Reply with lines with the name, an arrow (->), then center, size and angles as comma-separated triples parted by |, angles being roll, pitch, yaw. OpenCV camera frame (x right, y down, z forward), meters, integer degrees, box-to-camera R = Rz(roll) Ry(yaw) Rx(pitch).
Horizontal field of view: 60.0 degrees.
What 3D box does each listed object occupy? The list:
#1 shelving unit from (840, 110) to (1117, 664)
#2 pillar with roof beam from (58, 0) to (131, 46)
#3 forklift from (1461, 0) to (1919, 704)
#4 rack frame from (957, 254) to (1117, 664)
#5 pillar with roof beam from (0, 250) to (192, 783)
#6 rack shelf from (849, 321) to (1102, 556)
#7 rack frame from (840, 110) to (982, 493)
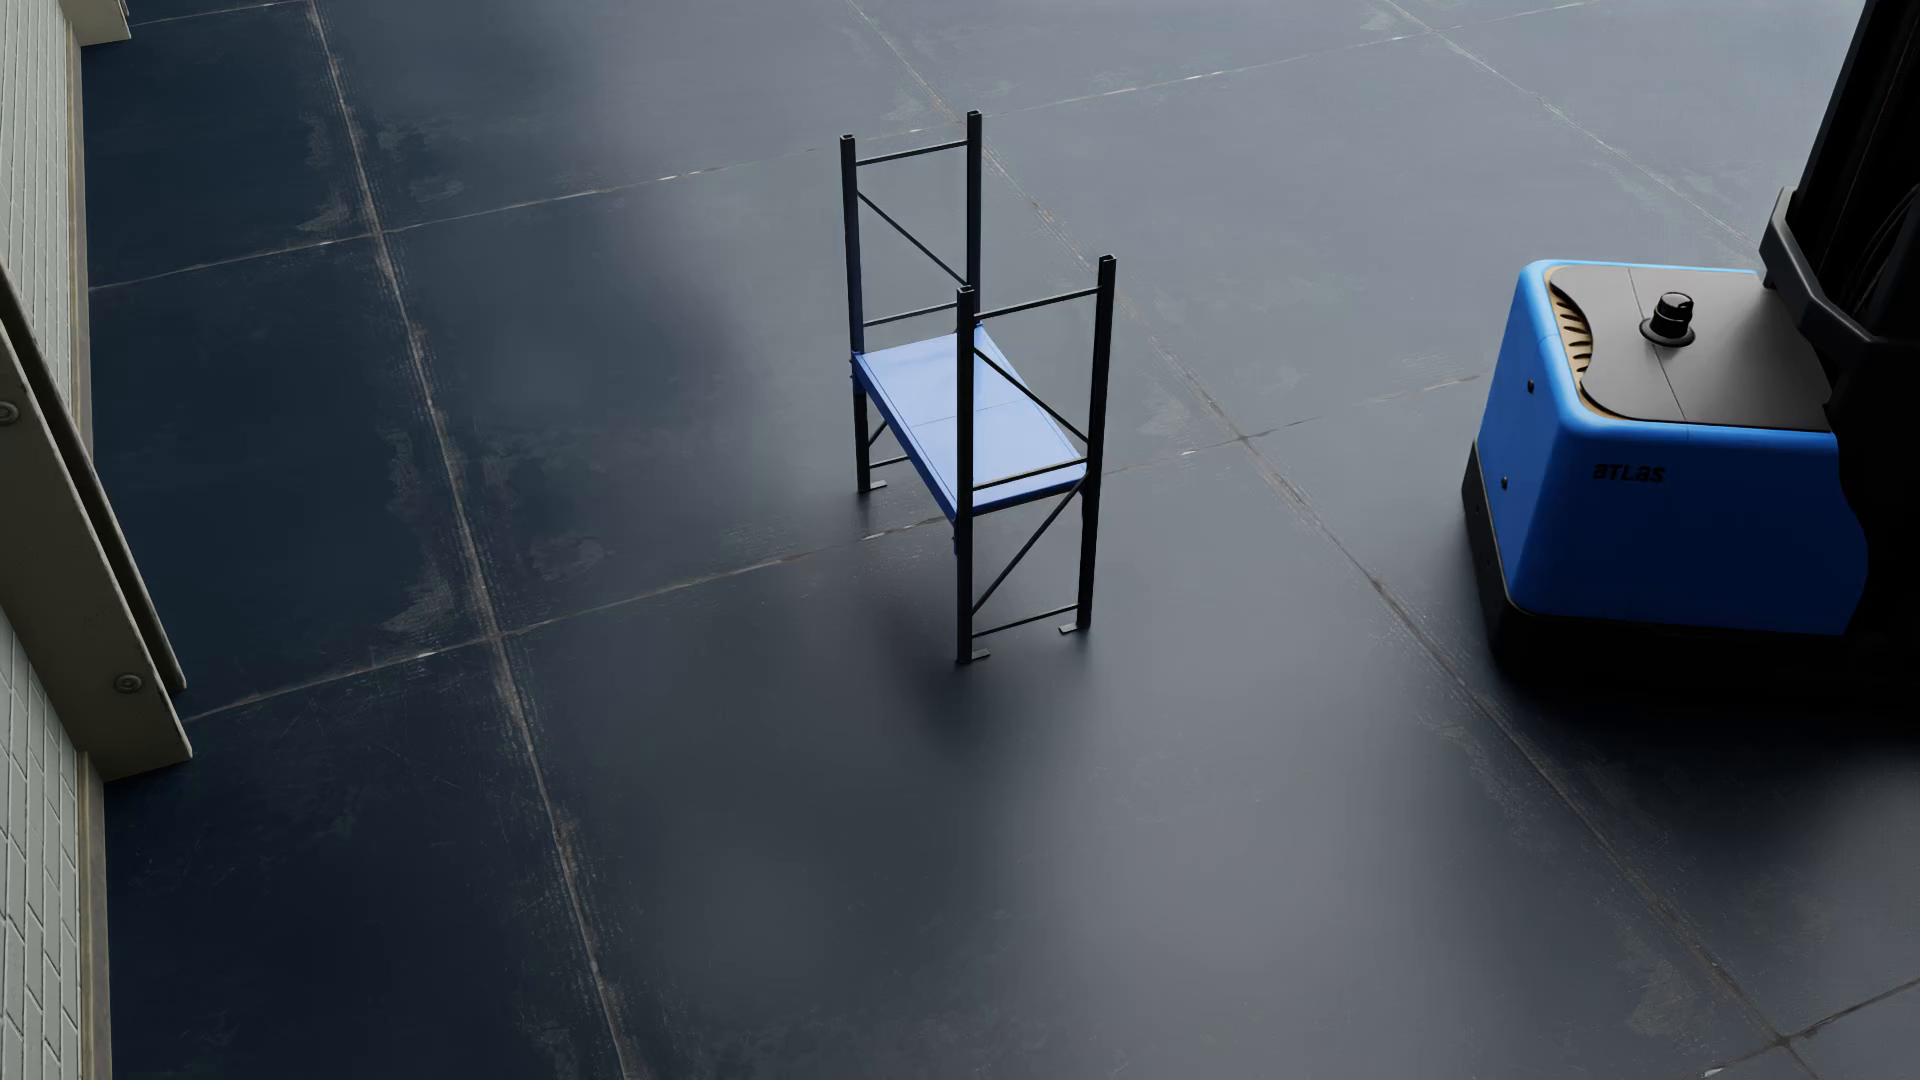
shelving unit -> 0.033, -0.517, 5.701 | 0.538, 1.500, 1.048 | -15, 43, -17
pillar with roof beam -> -1.040, -7.469, 8.034 | 9.100, 9.000, 0.400 | -15, 43, -17
forklift -> 3.376, -0.862, 5.004 | 3.031, 2.935, 1.130 | 4, 41, 5
rack frame -> 0.227, -0.211, 5.345 | 0.500, 1.500, 0.032 | -15, 43, -17
pillar with roof beam -> 1.256, -3.855, 3.831 | 9.100, 9.000, 0.400 | -15, 43, -17
rack shelf -> 0.033, -0.381, 5.819 | 0.538, 0.185, 1.000 | -15, 43, -17
rack frame -> -0.162, -0.824, 6.057 | 0.500, 1.500, 0.032 | -15, 43, -17
